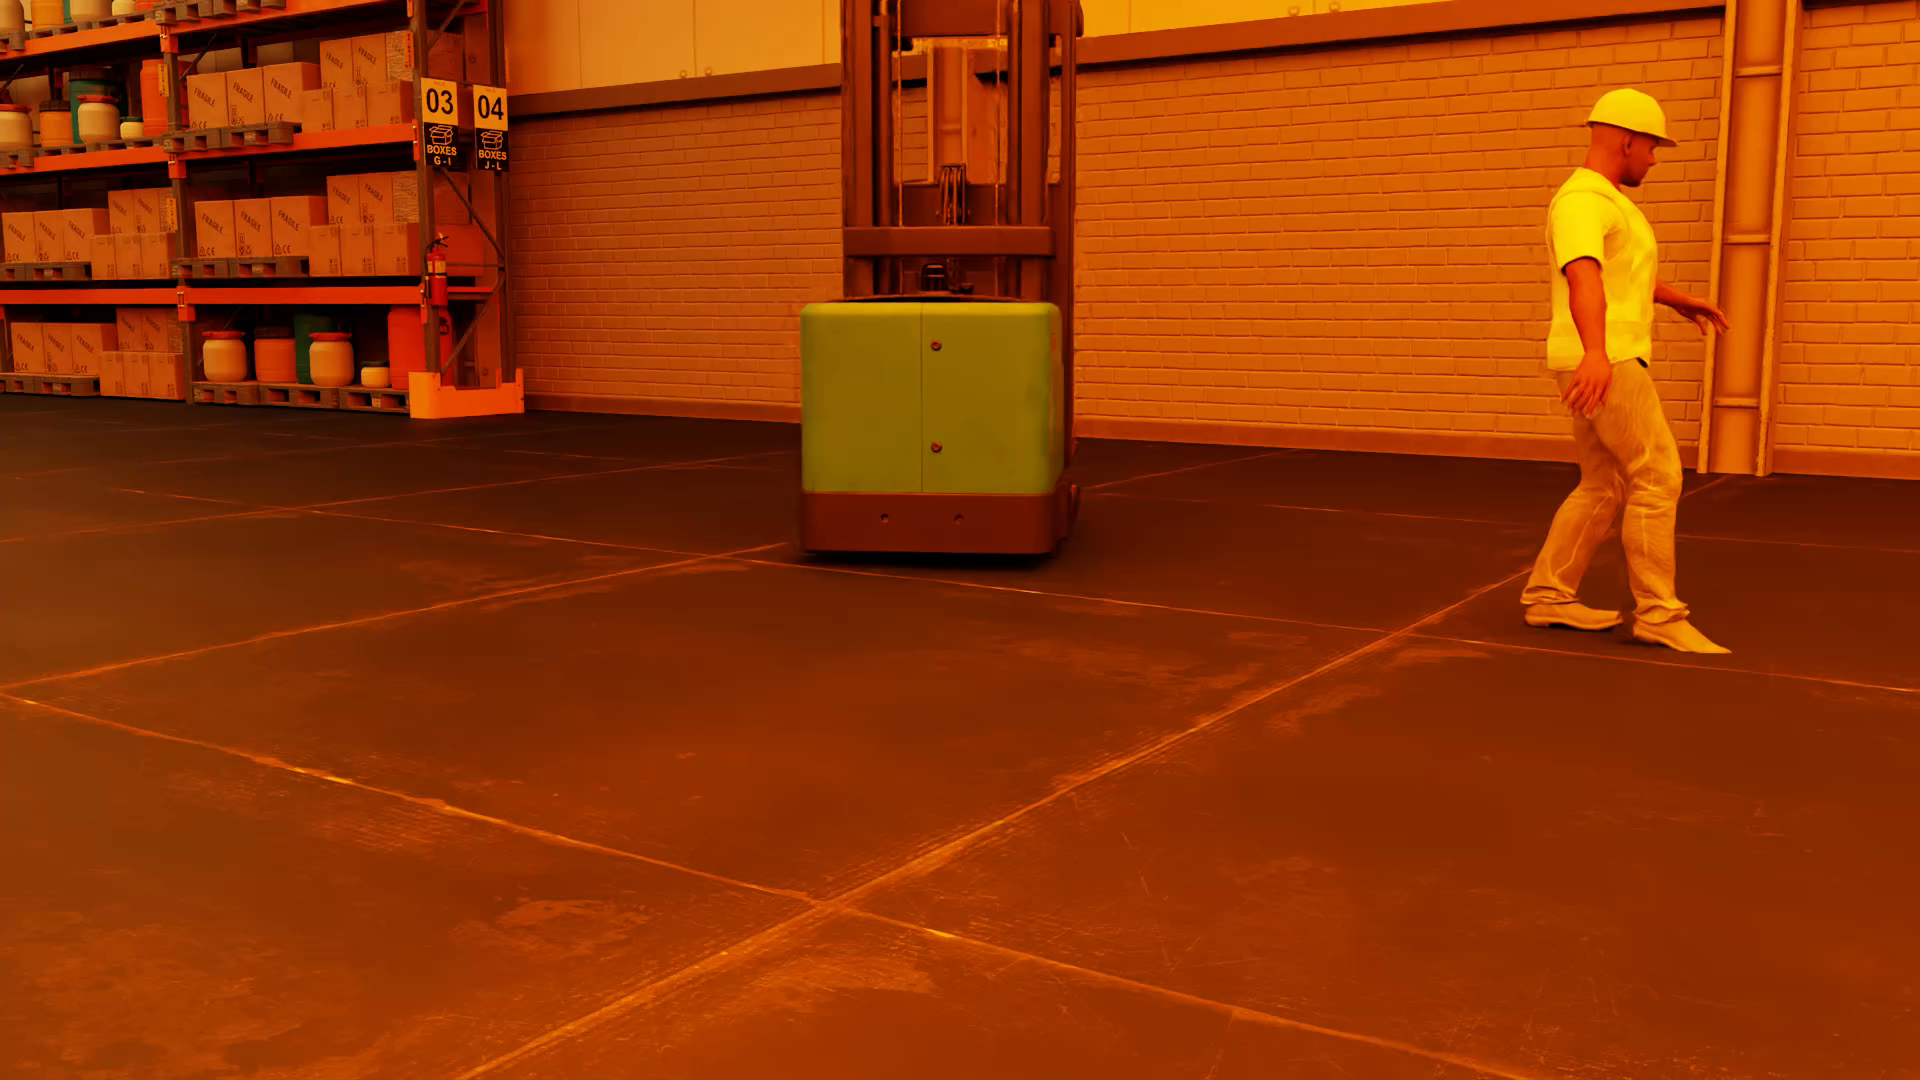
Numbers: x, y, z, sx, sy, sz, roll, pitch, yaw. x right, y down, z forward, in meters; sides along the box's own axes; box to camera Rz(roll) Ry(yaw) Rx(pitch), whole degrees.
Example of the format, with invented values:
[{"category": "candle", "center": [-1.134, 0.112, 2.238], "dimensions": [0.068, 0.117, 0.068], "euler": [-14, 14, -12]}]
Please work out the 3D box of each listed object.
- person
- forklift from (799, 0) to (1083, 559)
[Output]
[{"category": "person", "center": [2.155, -0.529, 5.292], "dimensions": [0.656, 1.780, 1.048], "euler": [4, 9, 24]}, {"category": "forklift", "center": [0.021, -1.541, 8.028], "dimensions": [1.130, 2.935, 3.031], "euler": [1, 8, 7]}]
